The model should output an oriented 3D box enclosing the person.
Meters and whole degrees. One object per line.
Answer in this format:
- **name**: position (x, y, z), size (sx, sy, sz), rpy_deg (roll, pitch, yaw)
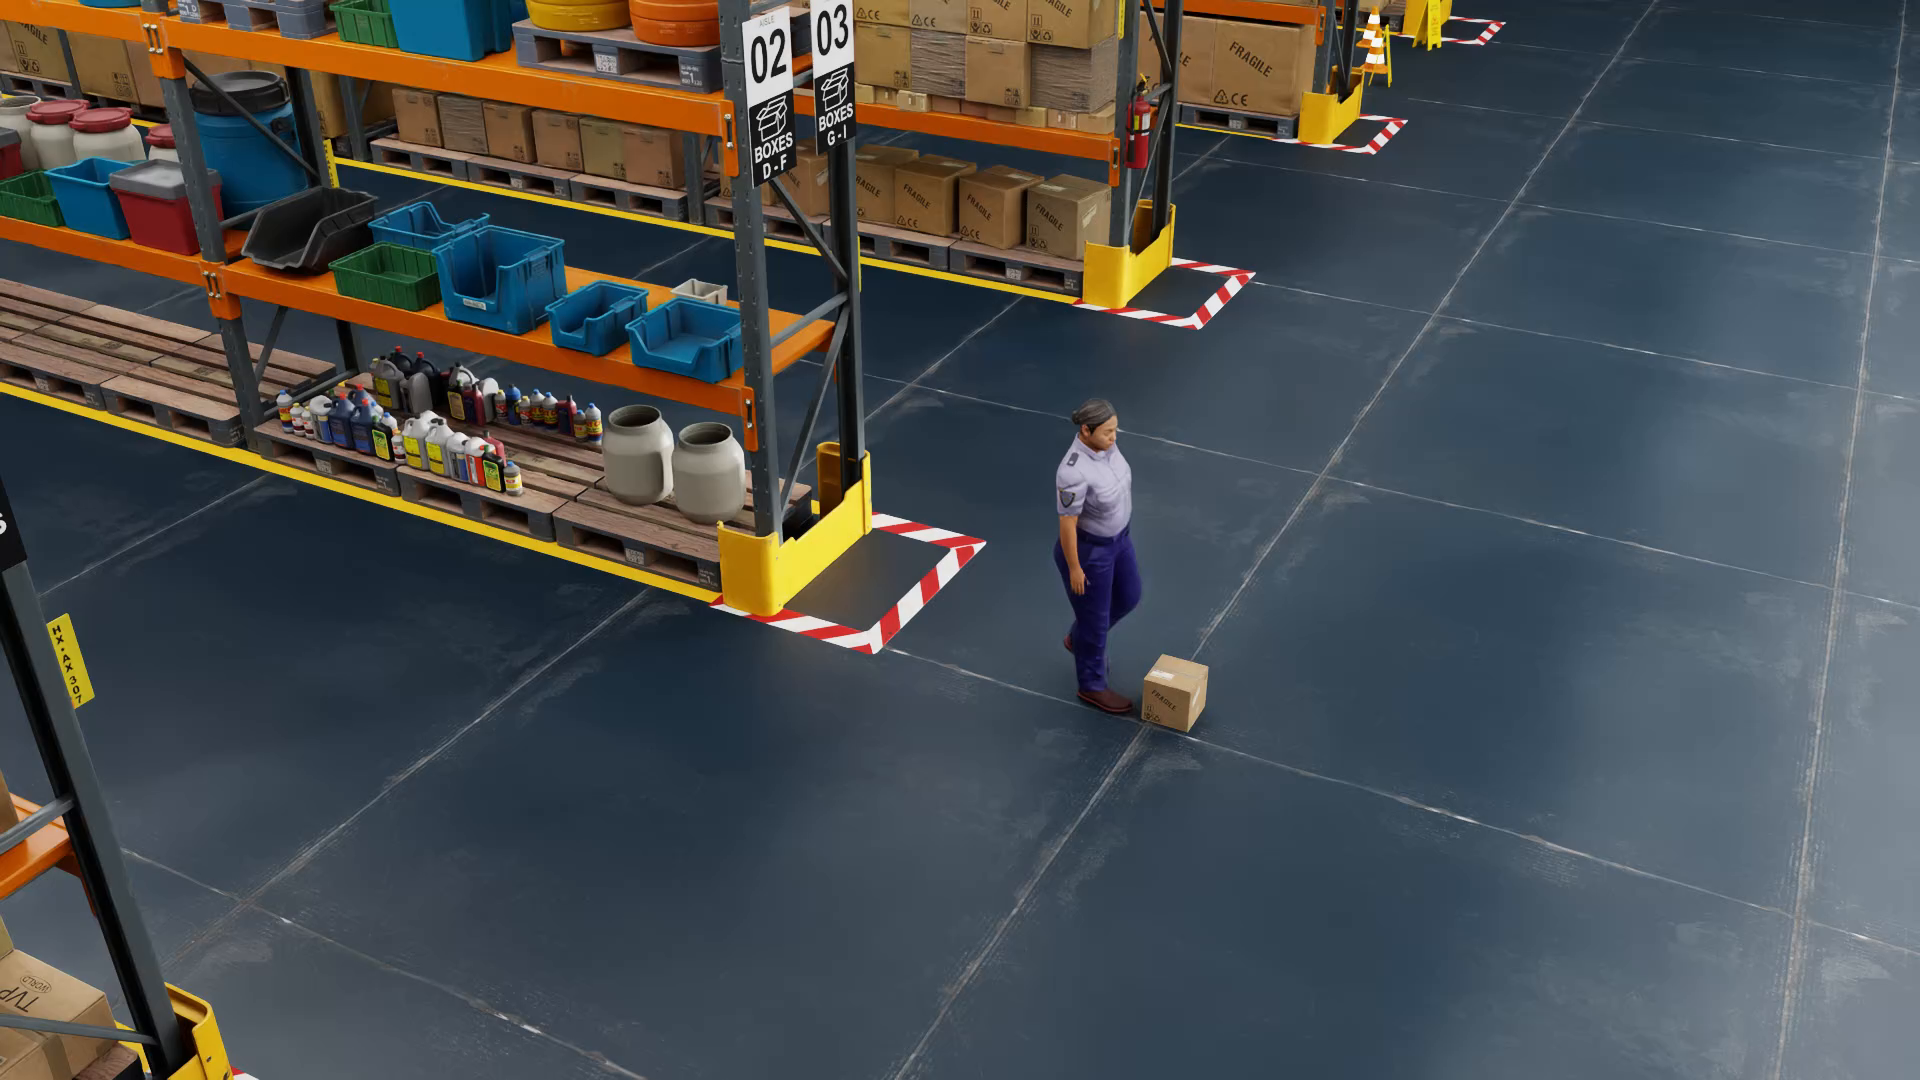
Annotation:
- **person**: position (0.696, 0.065, 8.177), size (0.492, 1.669, 0.511), rpy_deg (15, 33, 24)
